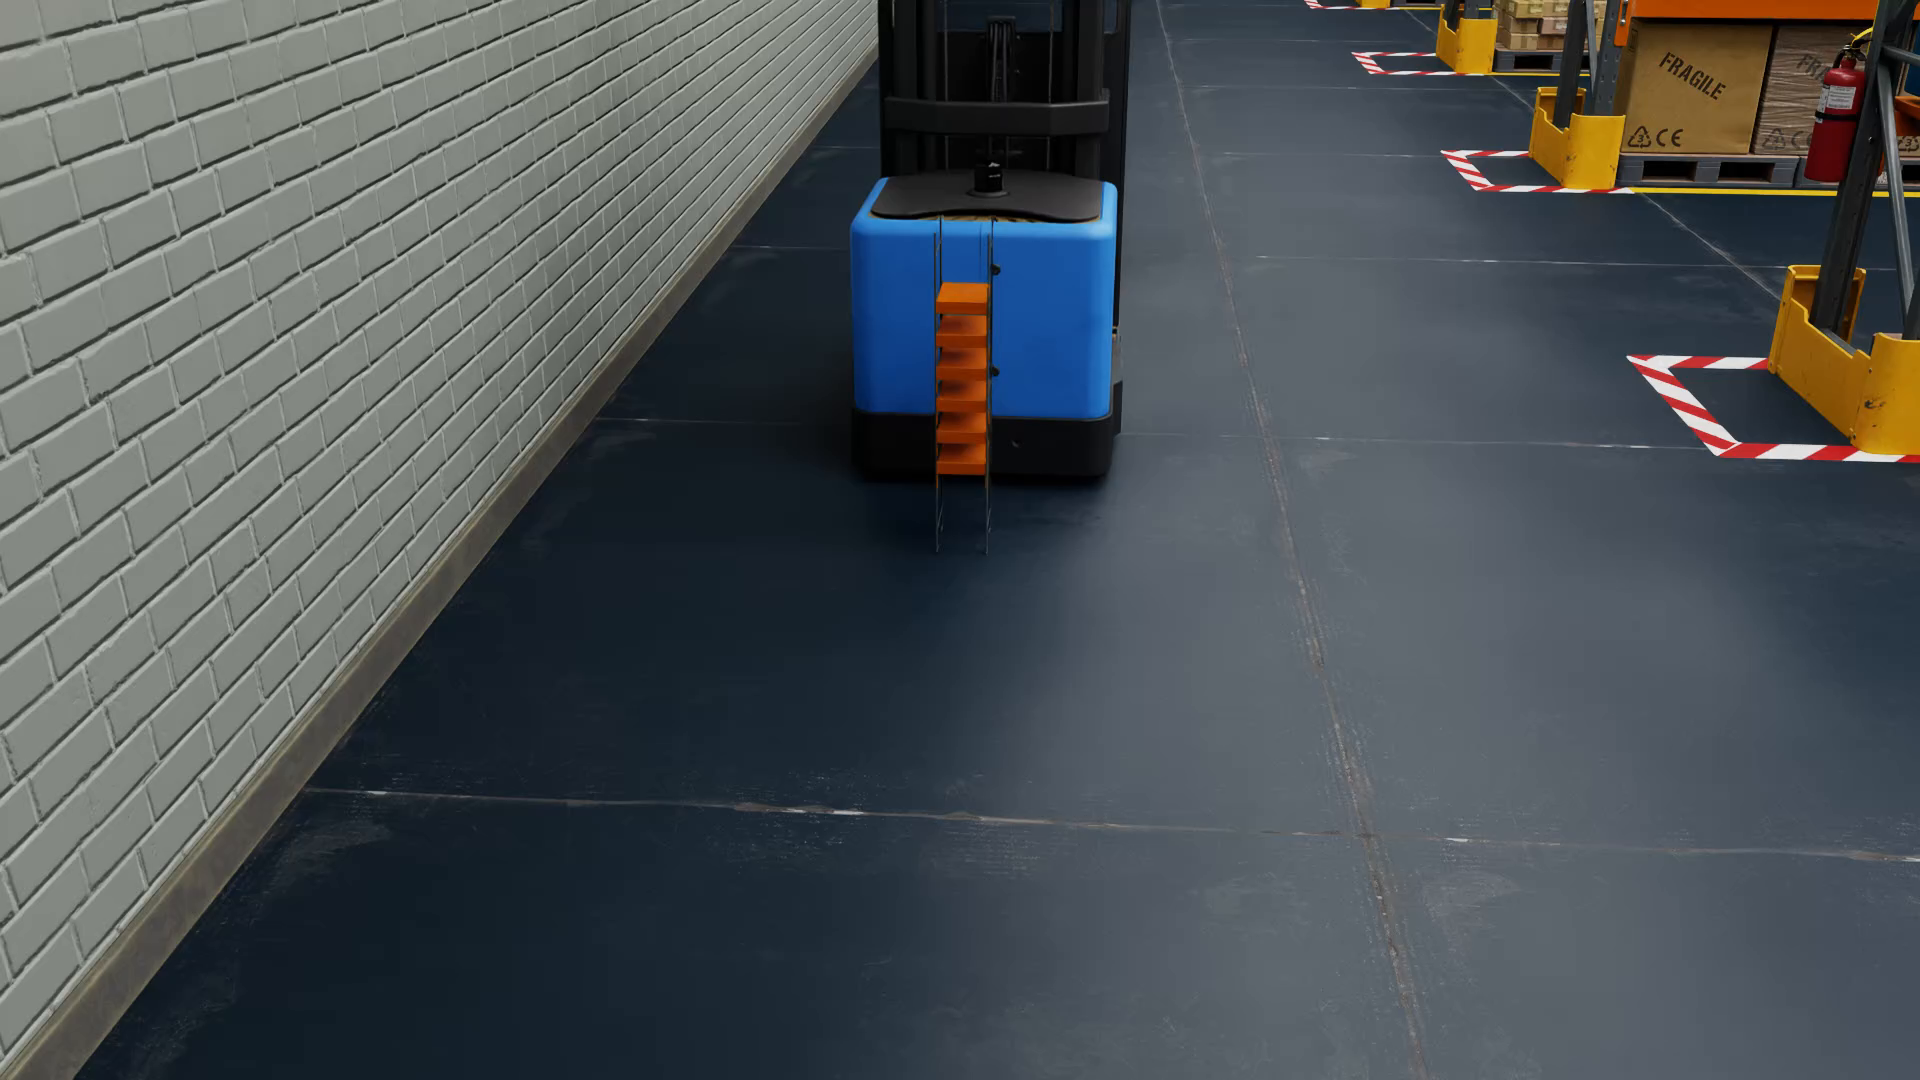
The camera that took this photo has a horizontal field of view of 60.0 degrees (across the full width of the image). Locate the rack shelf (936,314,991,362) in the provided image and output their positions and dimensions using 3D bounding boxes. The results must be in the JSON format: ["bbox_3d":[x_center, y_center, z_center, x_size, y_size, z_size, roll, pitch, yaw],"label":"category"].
[{"bbox_3d":[0.014,-0.722,5.916,0.180,0.103,0.258,2,25,4],"label":"rack shelf"}]

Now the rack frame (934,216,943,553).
[{"bbox_3d":[-0.077,-0.548,6.005,0.006,1.200,0.240,2,25,4],"label":"rack frame"}]

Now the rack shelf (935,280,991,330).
[{"bbox_3d":[0.014,-0.831,5.866,0.180,0.103,0.258,2,25,4],"label":"rack shelf"}]

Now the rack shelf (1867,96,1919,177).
[{"bbox_3d":[6.056,-1.579,6.953,4.000,0.370,1.077,2,25,4],"label":"rack shelf"}]

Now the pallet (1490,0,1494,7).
[{"bbox_3d":[7.216,-6.864,20.915,1.213,0.211,1.003,2,25,4],"label":"pallet"}]

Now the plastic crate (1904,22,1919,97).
[{"bbox_3d":[4.410,-2.080,7.068,0.499,0.435,0.616,2,25,4],"label":"plastic crate"}]

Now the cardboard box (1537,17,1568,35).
[{"bbox_3d":[5.693,-4.973,16.021,0.250,0.149,0.380,2,25,4],"label":"cardboard box"}]

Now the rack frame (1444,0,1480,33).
[{"bbox_3d":[4.922,-6.098,15.914,0.127,3.000,1.000,2,25,4],"label":"rack frame"}]

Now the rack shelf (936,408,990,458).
[{"bbox_3d":[0.014,-0.395,6.067,0.180,0.103,0.258,2,25,4],"label":"rack shelf"}]

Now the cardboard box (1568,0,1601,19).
[{"bbox_3d":[5.943,-5.085,15.910,0.250,0.149,0.380,2,25,4],"label":"cardboard box"}]

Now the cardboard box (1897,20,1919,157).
[{"bbox_3d":[6.880,-3.215,11.687,0.875,0.875,0.875,2,25,4],"label":"cardboard box"}]

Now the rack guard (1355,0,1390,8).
[{"bbox_3d":[5.176,-7.029,20.929,0.348,0.500,1.175,2,25,4],"label":"rack guard"}]

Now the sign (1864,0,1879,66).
[{"bbox_3d":[4.088,-2.273,7.407,0.005,0.325,0.100,2,25,4],"label":"sign"}]

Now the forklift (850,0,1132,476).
[{"bbox_3d":[0.214,-2.166,7.450,1.130,2.935,3.031,2,25,5],"label":"forklift"}]

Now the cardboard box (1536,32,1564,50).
[{"bbox_3d":[5.687,-4.869,16.151,0.250,0.149,0.380,2,25,4],"label":"cardboard box"}]

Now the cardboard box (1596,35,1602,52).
[{"bbox_3d":[6.181,-4.810,16.023,0.250,0.149,0.380,2,25,5],"label":"cardboard box"}]

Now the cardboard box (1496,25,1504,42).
[{"bbox_3d":[5.462,-5.064,16.574,0.250,0.149,0.380,2,25,5],"label":"cardboard box"}]

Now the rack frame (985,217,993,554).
[{"bbox_3d":[0.106,-0.542,5.992,0.006,1.200,0.240,2,25,4],"label":"rack frame"}]

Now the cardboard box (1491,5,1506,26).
[{"bbox_3d":[5.470,-5.231,16.581,0.250,0.149,0.380,1,25,3],"label":"cardboard box"}]

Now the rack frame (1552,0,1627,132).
[{"bbox_3d":[4.441,-4.034,11.428,0.127,3.000,1.000,2,25,4],"label":"rack frame"}]

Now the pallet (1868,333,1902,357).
[{"bbox_3d":[4.881,-0.660,7.432,1.213,0.211,1.003,2,25,4],"label":"pallet"}]

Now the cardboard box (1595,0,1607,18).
[{"bbox_3d":[6.197,-5.112,15.967,0.250,0.149,0.380,1,25,1],"label":"cardboard box"}]

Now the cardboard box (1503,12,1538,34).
[{"bbox_3d":[5.424,-5.005,16.091,0.250,0.149,0.380,3,25,6],"label":"cardboard box"}]

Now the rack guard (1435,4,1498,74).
[{"bbox_3d":[4.997,-4.960,16.431,0.348,0.500,1.175,2,25,4],"label":"rack guard"}]

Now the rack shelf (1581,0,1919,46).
[{"bbox_3d":[6.435,-3.643,11.439,4.000,0.370,1.077,2,25,4],"label":"rack shelf"}]

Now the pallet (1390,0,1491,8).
[{"bbox_3d":[6.003,-6.904,21.003,1.213,0.211,1.003,2,25,4],"label":"pallet"}]

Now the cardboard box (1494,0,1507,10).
[{"bbox_3d":[5.469,-5.352,16.490,0.250,0.149,0.380,2,25,5],"label":"cardboard box"}]

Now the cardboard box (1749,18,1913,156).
[{"bbox_3d":[5.993,-3.243,11.749,0.875,0.875,0.875,2,25,4],"label":"cardboard box"}]

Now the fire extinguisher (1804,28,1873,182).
[{"bbox_3d":[3.946,-1.959,7.458,0.183,0.674,0.296,2,25,4],"label":"fire extinguisher"}]

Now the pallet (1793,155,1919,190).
[{"bbox_3d":[6.457,-2.734,11.939,1.213,0.211,1.003,2,25,4],"label":"pallet"}]

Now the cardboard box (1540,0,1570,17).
[{"bbox_3d":[5.702,-5.147,16.043,0.250,0.149,0.380,2,25,5],"label":"cardboard box"}]

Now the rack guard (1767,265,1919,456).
[{"bbox_3d":[4.037,-0.829,7.454,0.348,0.500,1.175,2,25,4],"label":"rack guard"}]

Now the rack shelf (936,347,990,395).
[{"bbox_3d":[0.014,-0.613,5.967,0.180,0.103,0.258,2,25,4],"label":"rack shelf"}]

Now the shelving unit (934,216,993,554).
[{"bbox_3d":[0.014,-0.545,5.998,0.189,1.200,0.258,2,25,4],"label":"shelving unit"}]

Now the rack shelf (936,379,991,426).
[{"bbox_3d":[0.014,-0.504,6.017,0.180,0.103,0.258,2,25,4],"label":"rack shelf"}]

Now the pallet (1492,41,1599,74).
[{"bbox_3d":[5.805,-4.788,16.403,1.213,0.211,1.003,2,25,4],"label":"pallet"}]

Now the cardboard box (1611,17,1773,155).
[{"bbox_3d":[5.085,-3.272,11.812,0.875,0.875,0.875,2,25,4],"label":"cardboard box"}]

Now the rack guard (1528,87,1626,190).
[{"bbox_3d":[4.417,-2.899,11.952,0.348,0.500,1.175,2,25,4],"label":"rack guard"}]

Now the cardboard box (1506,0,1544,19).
[{"bbox_3d":[5.418,-5.105,15.953,0.250,0.149,0.380,1,25,2],"label":"cardboard box"}]

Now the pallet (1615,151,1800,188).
[{"bbox_3d":[5.244,-2.774,12.026,1.213,0.211,1.003,2,25,4],"label":"pallet"}]

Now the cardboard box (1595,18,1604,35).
[{"bbox_3d":[6.191,-4.948,15.968,0.250,0.149,0.380,3,25,6],"label":"cardboard box"}]

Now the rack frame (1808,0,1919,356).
[{"bbox_3d":[4.062,-1.970,6.942,0.127,3.000,1.000,2,25,4],"label":"rack frame"}]

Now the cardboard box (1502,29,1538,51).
[{"bbox_3d":[5.419,-4.843,16.095,0.250,0.149,0.380,2,25,5],"label":"cardboard box"}]

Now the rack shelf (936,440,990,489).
[{"bbox_3d":[0.014,-0.286,6.117,0.180,0.103,0.258,2,25,4],"label":"rack shelf"}]

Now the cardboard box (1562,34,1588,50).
[{"bbox_3d":[5.935,-4.864,16.140,0.250,0.149,0.380,2,25,5],"label":"cardboard box"}]
